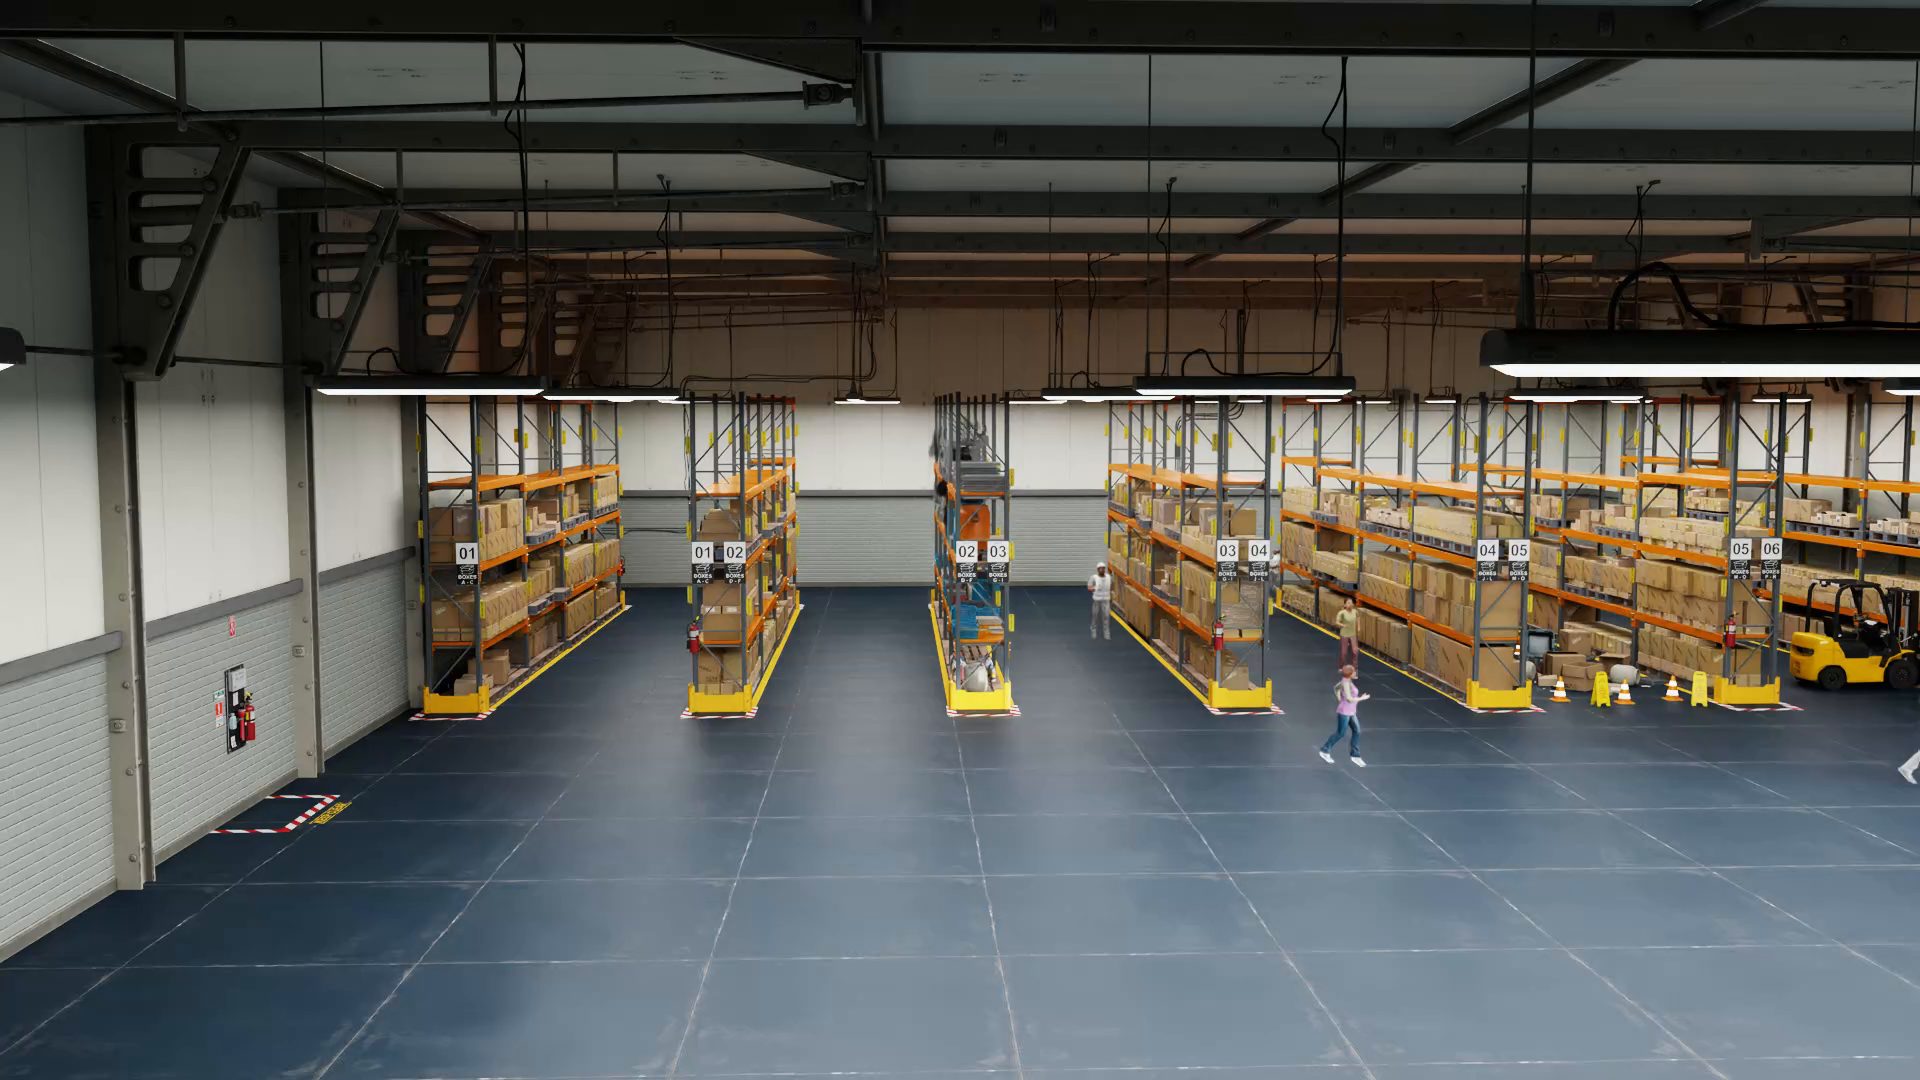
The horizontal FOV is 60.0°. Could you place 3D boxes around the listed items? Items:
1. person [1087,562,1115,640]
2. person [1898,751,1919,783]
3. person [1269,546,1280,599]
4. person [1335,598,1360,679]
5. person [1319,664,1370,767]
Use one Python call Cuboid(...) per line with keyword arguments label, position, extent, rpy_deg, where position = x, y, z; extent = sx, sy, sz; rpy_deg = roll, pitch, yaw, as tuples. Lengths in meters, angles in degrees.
Cuboid(label="person", position=(3.312, 1.433, 38.892), extent=(0.695, 1.819, 0.907), rpy_deg=(-1, 5, -11))
Cuboid(label="person", position=(14.627, 2.877, 24.977), extent=(0.874, 1.695, 0.624), rpy_deg=(4, 6, 39))
Cuboid(label="person", position=(9.169, 0.977, 49.086), extent=(0.738, 1.665, 0.715), rpy_deg=(1, 5, 7))
Cuboid(label="person", position=(8.221, 2.079, 35.248), extent=(0.594, 1.743, 0.729), rpy_deg=(-1, 5, -7))
Cuboid(label="person", position=(6.121, 2.796, 26.463), extent=(0.770, 1.649, 0.530), rpy_deg=(2, 5, 22))
